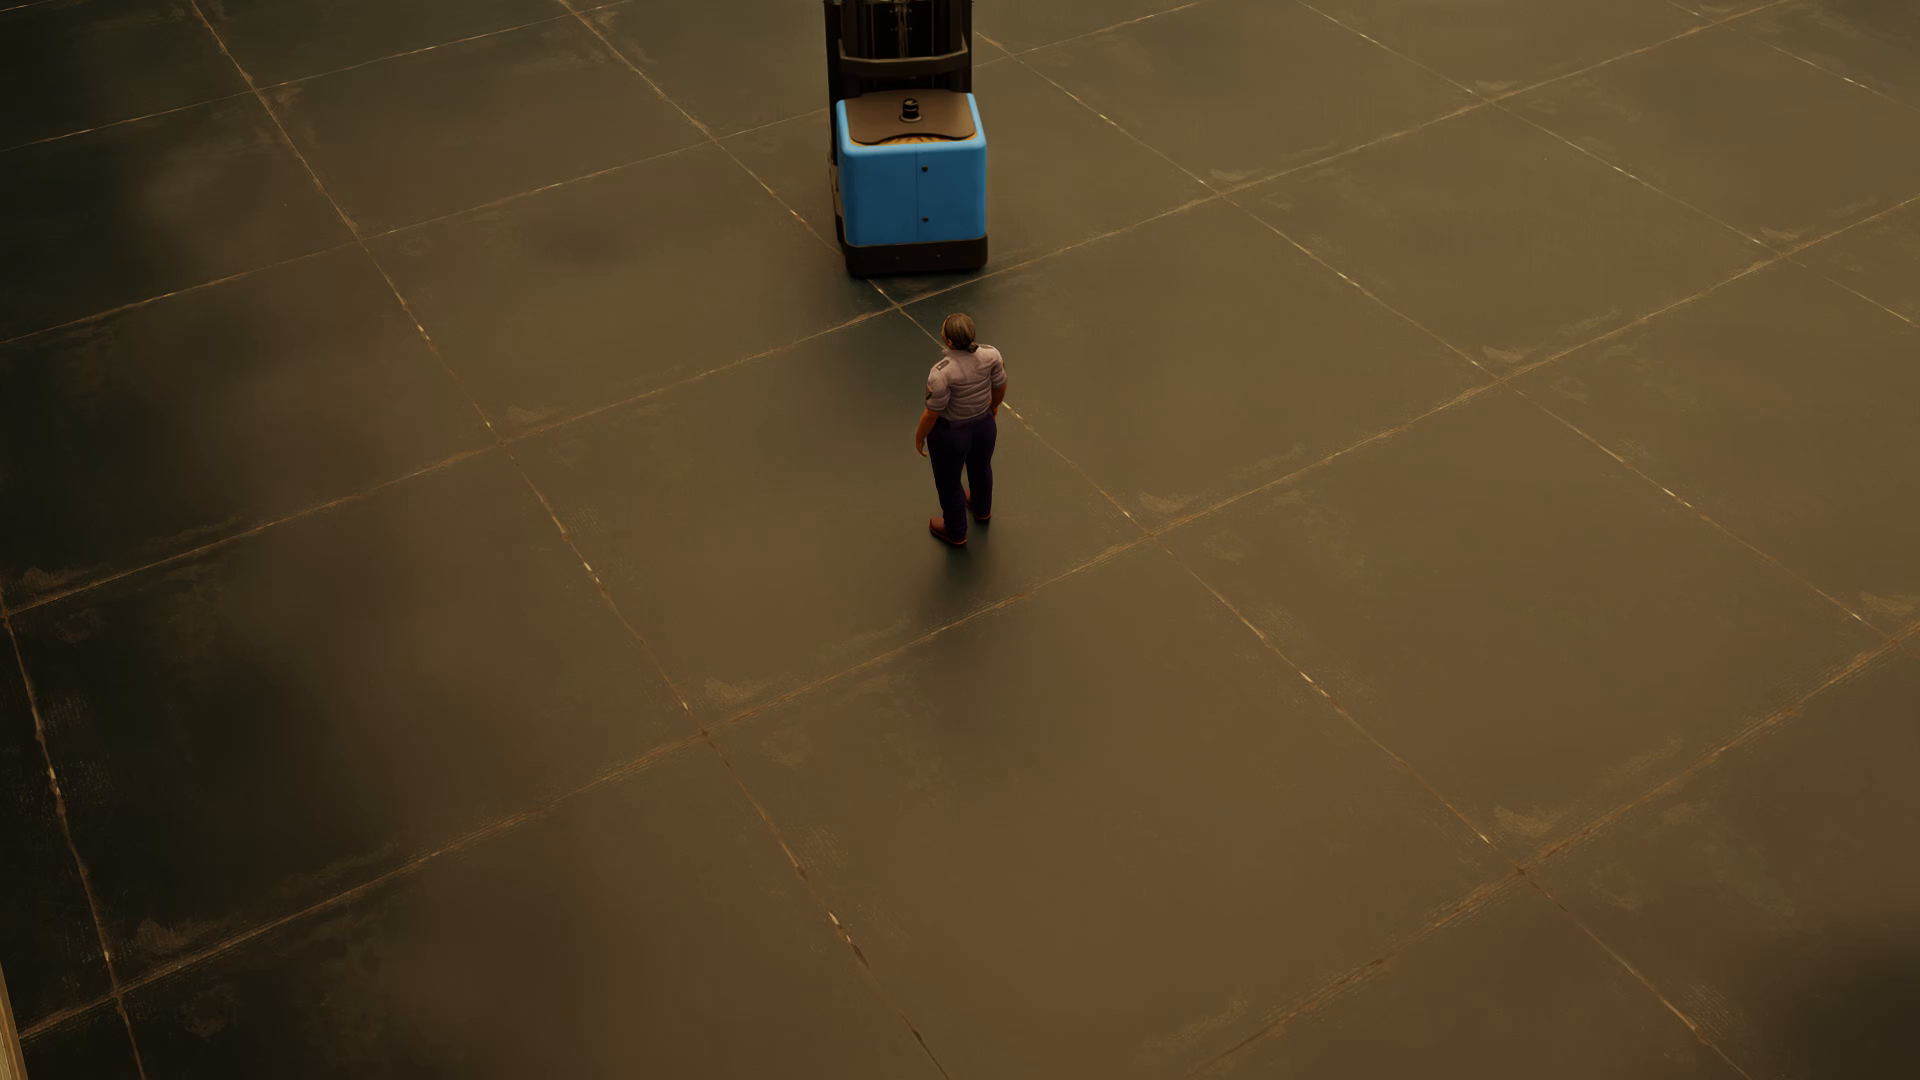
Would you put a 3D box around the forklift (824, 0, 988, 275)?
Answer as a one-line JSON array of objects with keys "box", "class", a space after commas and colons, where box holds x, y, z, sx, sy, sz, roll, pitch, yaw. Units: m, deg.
[{"box": [-0.485, -4.018, 12.469, 1.130, 2.935, 3.031, -5, 41, -5], "class": "forklift"}]

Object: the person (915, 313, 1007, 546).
[{"box": [-0.029, -0.684, 9.617, 0.598, 1.651, 0.503, -23, 46, -24], "class": "person"}]
